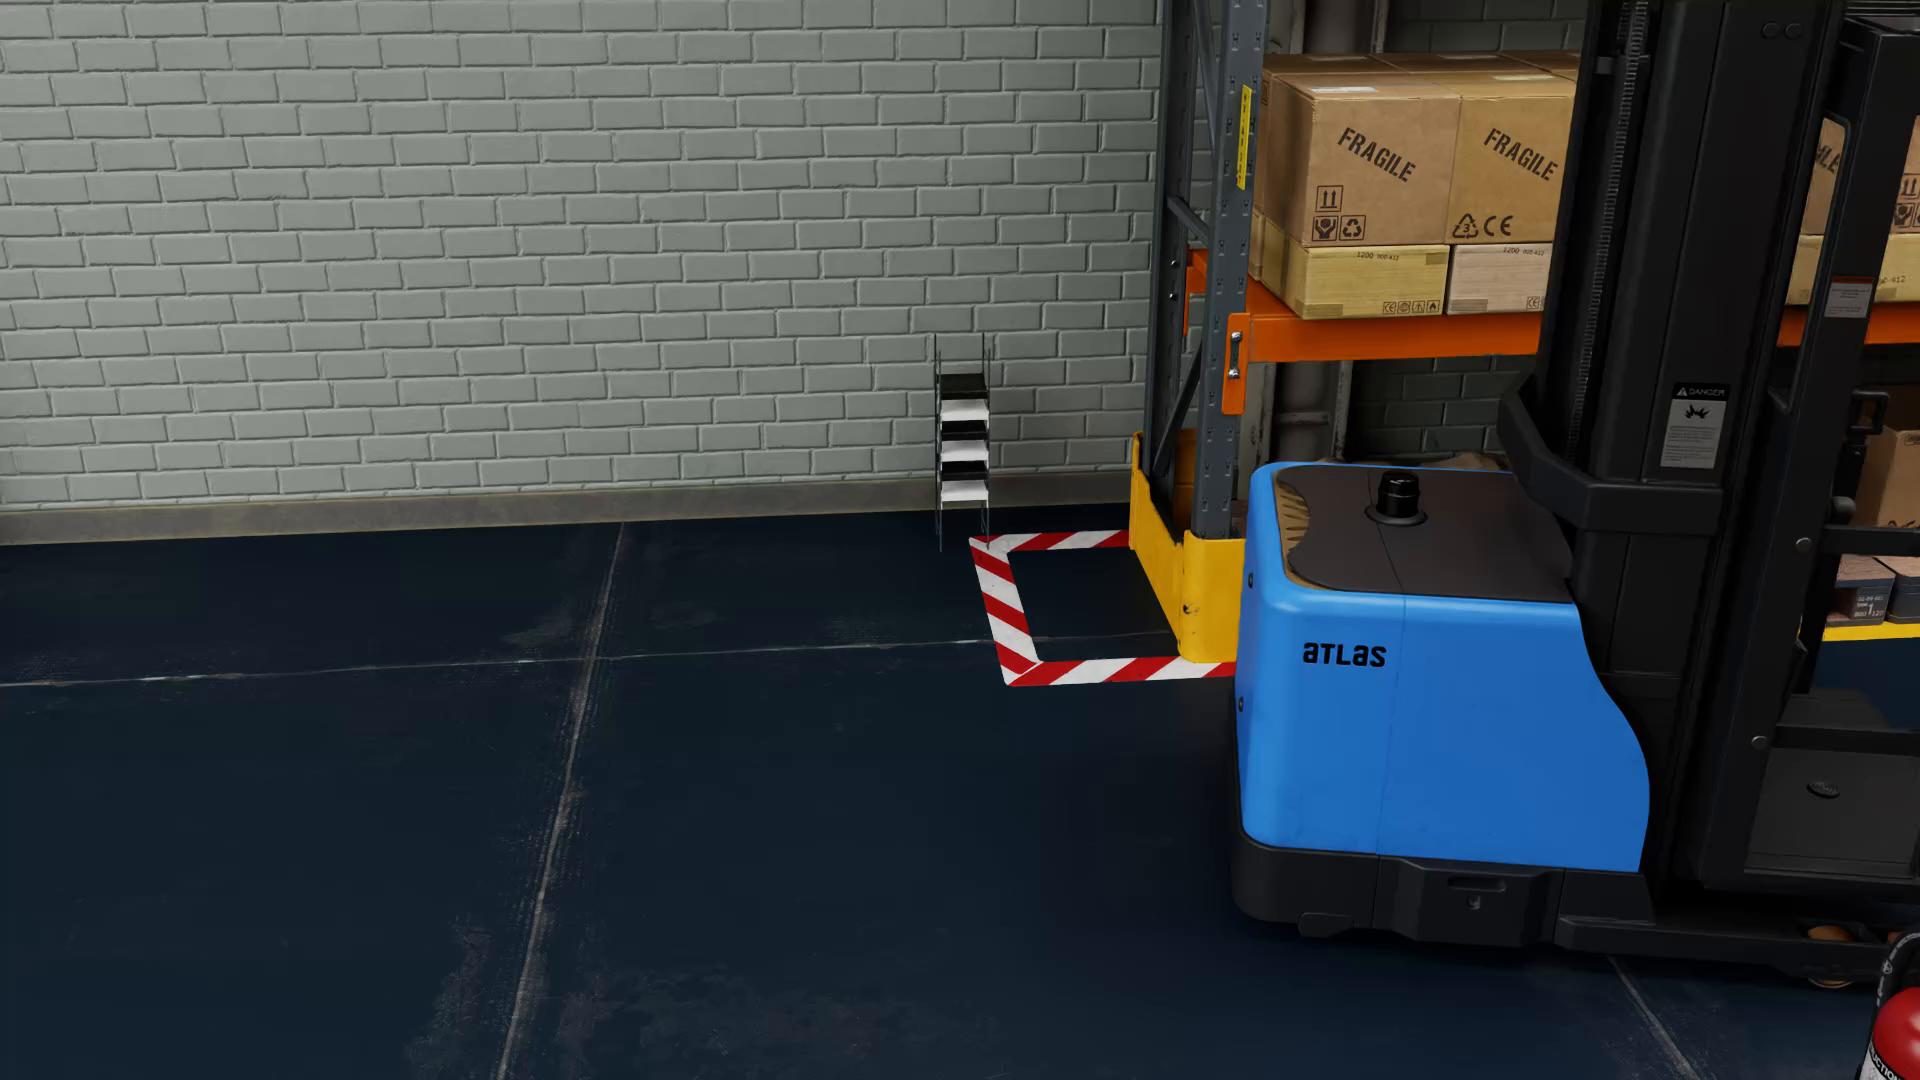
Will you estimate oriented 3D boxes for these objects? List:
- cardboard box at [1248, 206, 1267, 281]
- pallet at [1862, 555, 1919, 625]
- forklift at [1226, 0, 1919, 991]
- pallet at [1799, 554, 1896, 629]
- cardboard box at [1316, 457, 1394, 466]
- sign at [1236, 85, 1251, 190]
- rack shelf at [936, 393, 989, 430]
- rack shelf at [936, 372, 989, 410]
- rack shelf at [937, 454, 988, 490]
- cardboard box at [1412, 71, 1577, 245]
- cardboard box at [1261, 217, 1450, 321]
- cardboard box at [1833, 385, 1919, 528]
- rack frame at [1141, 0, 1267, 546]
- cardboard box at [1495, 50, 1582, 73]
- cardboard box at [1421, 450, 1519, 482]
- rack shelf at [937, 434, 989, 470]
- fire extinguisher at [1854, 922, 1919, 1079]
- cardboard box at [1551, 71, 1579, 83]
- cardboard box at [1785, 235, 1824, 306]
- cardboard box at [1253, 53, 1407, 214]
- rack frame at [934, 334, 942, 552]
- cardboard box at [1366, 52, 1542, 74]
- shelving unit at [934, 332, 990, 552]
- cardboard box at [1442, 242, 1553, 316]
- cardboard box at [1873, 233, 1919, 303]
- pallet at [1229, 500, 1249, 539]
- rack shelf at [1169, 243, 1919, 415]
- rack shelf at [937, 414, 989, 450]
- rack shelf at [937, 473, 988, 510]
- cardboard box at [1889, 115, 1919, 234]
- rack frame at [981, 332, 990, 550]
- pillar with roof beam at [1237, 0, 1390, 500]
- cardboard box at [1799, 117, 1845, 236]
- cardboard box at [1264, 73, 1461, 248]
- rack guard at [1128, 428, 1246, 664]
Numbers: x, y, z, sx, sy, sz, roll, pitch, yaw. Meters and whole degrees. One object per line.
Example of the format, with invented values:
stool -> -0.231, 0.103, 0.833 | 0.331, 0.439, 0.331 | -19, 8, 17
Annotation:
cardboard box -> 1.325, -1.185, 6.382 | 0.500, 0.250, 0.500 | -2, 24, -4
pallet -> 4.194, 0.009, 6.971 | 1.213, 0.211, 1.003 | -2, 24, -5
forklift -> 2.337, -0.343, 4.413 | 3.031, 2.935, 1.130 | 3, 24, 7
pallet -> 2.977, 0.059, 6.858 | 1.213, 0.211, 1.003 | -2, 24, -5
cardboard box -> 1.576, -0.111, 6.574 | 0.500, 0.311, 0.500 | -5, 24, -11
sign -> 0.932, -1.323, 5.468 | 0.005, 0.325, 0.100 | -2, 24, -5
rack shelf -> 0.008, -0.546, 7.008 | 0.200, 0.077, 0.258 | -2, 24, -5
rack shelf -> 0.008, -0.628, 6.972 | 0.200, 0.077, 0.258 | -2, 24, -5
rack shelf -> 0.008, -0.299, 7.118 | 0.200, 0.077, 0.258 | -2, 24, -5
cardboard box -> 1.876, -1.344, 5.816 | 0.500, 0.500, 0.500 | -2, 24, -5
cardboard box -> 1.395, -0.979, 5.919 | 0.500, 0.250, 0.500 | -3, 24, -7
cardboard box -> 3.830, -0.308, 6.785 | 0.500, 0.500, 0.500 | -4, 24, -9
rack frame -> 0.878, -1.147, 6.137 | 0.127, 3.000, 1.000 | -2, 24, -5
cardboard box -> 2.343, -1.573, 6.334 | 0.500, 0.500, 0.500 | -3, 24, -7
cardboard box -> 2.143, -0.133, 6.626 | 0.500, 0.311, 0.500 | 0, 24, -1
rack shelf -> 0.008, -0.381, 7.081 | 0.200, 0.077, 0.258 | -2, 24, -5
fire extinguisher -> 1.206, 0.707, 2.060 | 0.183, 0.674, 0.296 | -2, 24, -5
cardboard box -> 2.391, -1.362, 5.857 | 0.500, 0.500, 0.500 | -3, 24, -7
cardboard box -> 2.921, -1.042, 6.062 | 0.500, 0.250, 0.500 | -2, 24, -5
cardboard box -> 1.327, -1.535, 6.247 | 0.500, 0.500, 0.500 | -3, 24, -6
rack frame -> -0.093, -0.407, 7.059 | 0.006, 0.900, 0.240 | -2, 24, -5
cardboard box -> 1.828, -1.551, 6.283 | 0.500, 0.500, 0.500 | -2, 24, -4
shelving unit -> 0.008, -0.412, 7.068 | 0.210, 0.900, 0.258 | -2, 24, -5
cardboard box -> 1.911, -1.005, 5.979 | 0.500, 0.250, 0.500 | -3, 24, -7
cardboard box -> 3.422, -1.063, 6.108 | 0.500, 0.250, 0.500 | -2, 24, -5
pallet -> 1.766, 0.106, 6.751 | 1.213, 0.211, 1.003 | -2, 24, -5
rack shelf -> 2.869, -0.898, 6.463 | 4.000, 0.370, 1.077 | -2, 24, -5
rack shelf -> 0.008, -0.463, 7.045 | 0.200, 0.077, 0.258 | -2, 24, -5
rack shelf -> 0.008, -0.217, 7.155 | 0.200, 0.077, 0.258 | -2, 24, -5
cardboard box -> 3.421, -1.408, 5.962 | 0.500, 0.500, 0.500 | -3, 24, -7
rack frame -> 0.109, -0.416, 7.077 | 0.006, 0.900, 0.240 | -2, 24, -5
pillar with roof beam -> 1.913, -2.526, 1.854 | 0.400, 9.000, 9.100 | -2, 24, -5
cardboard box -> 2.903, -1.387, 5.914 | 0.500, 0.500, 0.500 | -2, 24, -3
cardboard box -> 1.383, -1.328, 5.781 | 0.500, 0.500, 0.500 | -2, 24, -5
rack guard -> 0.954, -0.008, 6.652 | 0.348, 0.500, 1.175 | -2, 24, -5
